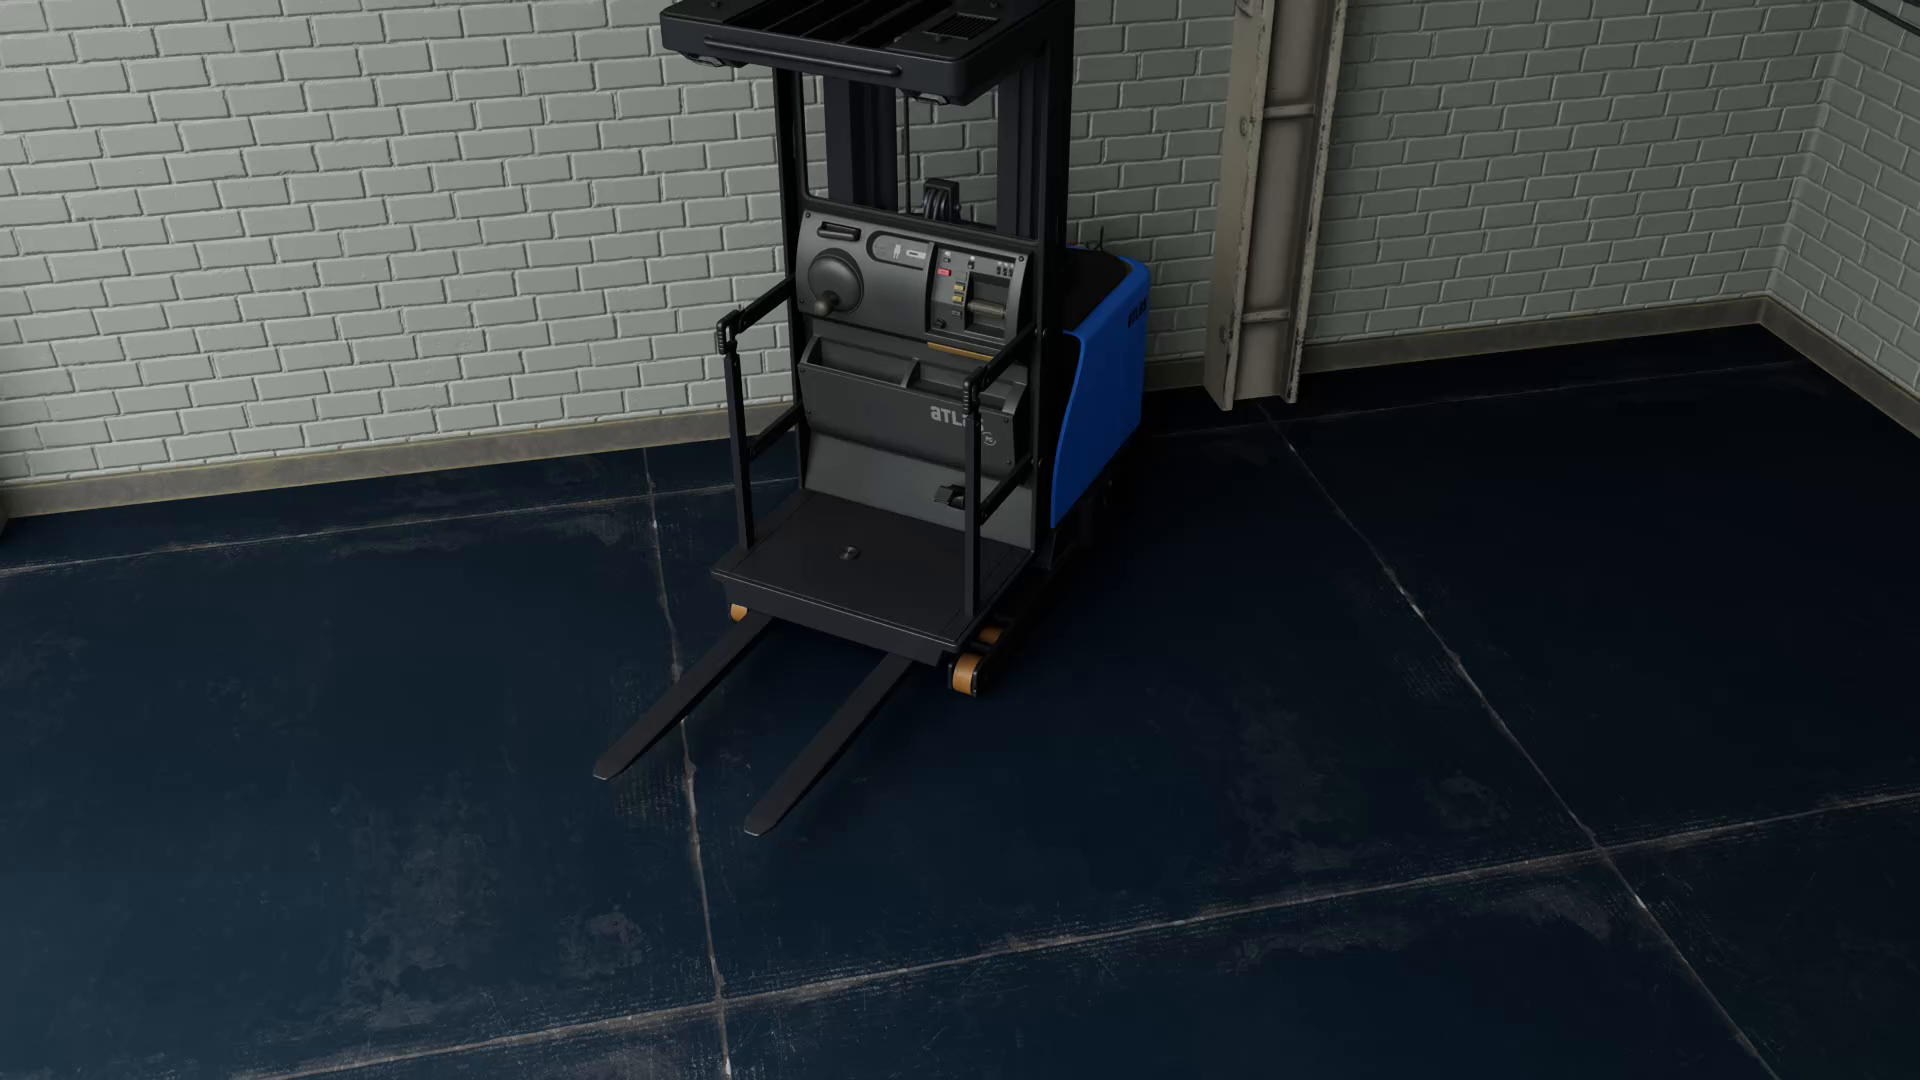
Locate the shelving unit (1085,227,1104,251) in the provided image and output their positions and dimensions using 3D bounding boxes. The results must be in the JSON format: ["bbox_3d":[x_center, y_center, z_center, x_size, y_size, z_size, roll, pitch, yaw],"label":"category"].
[{"bbox_3d":[0.482,-0.941,7.705,0.252,1.050,0.215,15,35,21],"label":"shelving unit"}]

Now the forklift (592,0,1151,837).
[{"bbox_3d":[-0.280,-0.905,5.968,1.130,2.935,3.031,16,37,22],"label":"forklift"}]

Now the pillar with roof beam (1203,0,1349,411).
[{"bbox_3d":[2.402,-2.142,2.366,0.400,9.000,9.100,-7,35,-11],"label":"pillar with roof beam"}]

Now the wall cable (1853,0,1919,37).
[{"bbox_3d":[4.617,-2.836,6.187,0.112,2.526,3.097,-7,35,-11],"label":"wall cable"}]

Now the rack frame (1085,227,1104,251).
[{"bbox_3d":[0.592,-0.912,7.662,0.008,1.050,0.200,15,35,21],"label":"rack frame"}]

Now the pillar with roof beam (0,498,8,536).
[{"bbox_3d":[-3.451,-1.404,1.267,0.400,9.000,9.100,-7,35,-11],"label":"pillar with roof beam"}]
